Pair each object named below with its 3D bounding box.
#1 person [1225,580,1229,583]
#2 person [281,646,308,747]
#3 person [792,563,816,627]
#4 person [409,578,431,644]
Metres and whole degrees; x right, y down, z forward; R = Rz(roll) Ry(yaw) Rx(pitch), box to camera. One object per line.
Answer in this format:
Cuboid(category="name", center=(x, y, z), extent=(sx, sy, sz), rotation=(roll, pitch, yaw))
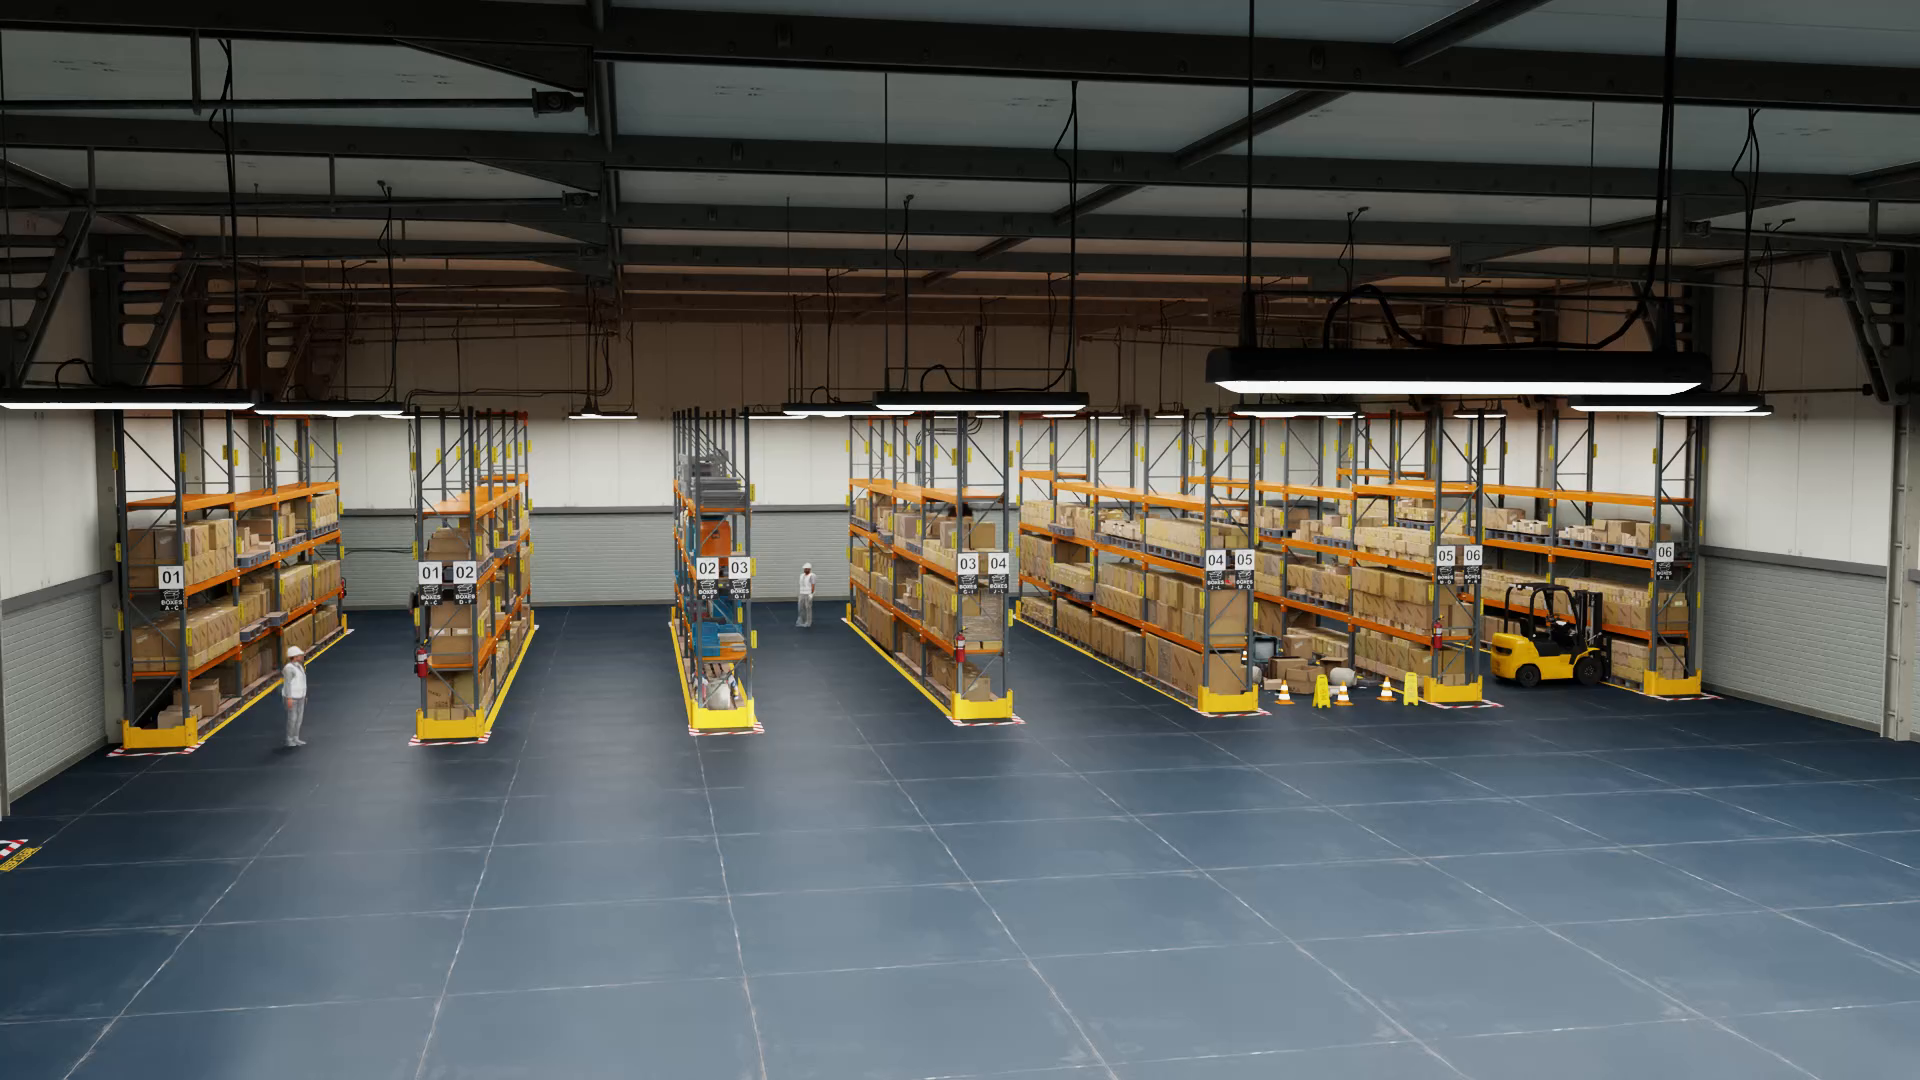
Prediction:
Cuboid(category="person", center=(6.541, 1.886, 41.501), extent=(0.489, 1.790, 0.607), rotation=(0, 4, 1))
Cuboid(category="person", center=(-11.736, 2.760, 29.330), extent=(0.381, 1.781, 0.614), rotation=(1, 4, 10))
Cuboid(category="person", center=(-4.342, 1.544, 46.443), extent=(0.639, 1.808, 0.439), rotation=(3, 5, 40))
Cuboid(category="person", center=(-13.912, 1.862, 43.006), extent=(0.661, 1.592, 1.045), rotation=(-1, 4, -14))
